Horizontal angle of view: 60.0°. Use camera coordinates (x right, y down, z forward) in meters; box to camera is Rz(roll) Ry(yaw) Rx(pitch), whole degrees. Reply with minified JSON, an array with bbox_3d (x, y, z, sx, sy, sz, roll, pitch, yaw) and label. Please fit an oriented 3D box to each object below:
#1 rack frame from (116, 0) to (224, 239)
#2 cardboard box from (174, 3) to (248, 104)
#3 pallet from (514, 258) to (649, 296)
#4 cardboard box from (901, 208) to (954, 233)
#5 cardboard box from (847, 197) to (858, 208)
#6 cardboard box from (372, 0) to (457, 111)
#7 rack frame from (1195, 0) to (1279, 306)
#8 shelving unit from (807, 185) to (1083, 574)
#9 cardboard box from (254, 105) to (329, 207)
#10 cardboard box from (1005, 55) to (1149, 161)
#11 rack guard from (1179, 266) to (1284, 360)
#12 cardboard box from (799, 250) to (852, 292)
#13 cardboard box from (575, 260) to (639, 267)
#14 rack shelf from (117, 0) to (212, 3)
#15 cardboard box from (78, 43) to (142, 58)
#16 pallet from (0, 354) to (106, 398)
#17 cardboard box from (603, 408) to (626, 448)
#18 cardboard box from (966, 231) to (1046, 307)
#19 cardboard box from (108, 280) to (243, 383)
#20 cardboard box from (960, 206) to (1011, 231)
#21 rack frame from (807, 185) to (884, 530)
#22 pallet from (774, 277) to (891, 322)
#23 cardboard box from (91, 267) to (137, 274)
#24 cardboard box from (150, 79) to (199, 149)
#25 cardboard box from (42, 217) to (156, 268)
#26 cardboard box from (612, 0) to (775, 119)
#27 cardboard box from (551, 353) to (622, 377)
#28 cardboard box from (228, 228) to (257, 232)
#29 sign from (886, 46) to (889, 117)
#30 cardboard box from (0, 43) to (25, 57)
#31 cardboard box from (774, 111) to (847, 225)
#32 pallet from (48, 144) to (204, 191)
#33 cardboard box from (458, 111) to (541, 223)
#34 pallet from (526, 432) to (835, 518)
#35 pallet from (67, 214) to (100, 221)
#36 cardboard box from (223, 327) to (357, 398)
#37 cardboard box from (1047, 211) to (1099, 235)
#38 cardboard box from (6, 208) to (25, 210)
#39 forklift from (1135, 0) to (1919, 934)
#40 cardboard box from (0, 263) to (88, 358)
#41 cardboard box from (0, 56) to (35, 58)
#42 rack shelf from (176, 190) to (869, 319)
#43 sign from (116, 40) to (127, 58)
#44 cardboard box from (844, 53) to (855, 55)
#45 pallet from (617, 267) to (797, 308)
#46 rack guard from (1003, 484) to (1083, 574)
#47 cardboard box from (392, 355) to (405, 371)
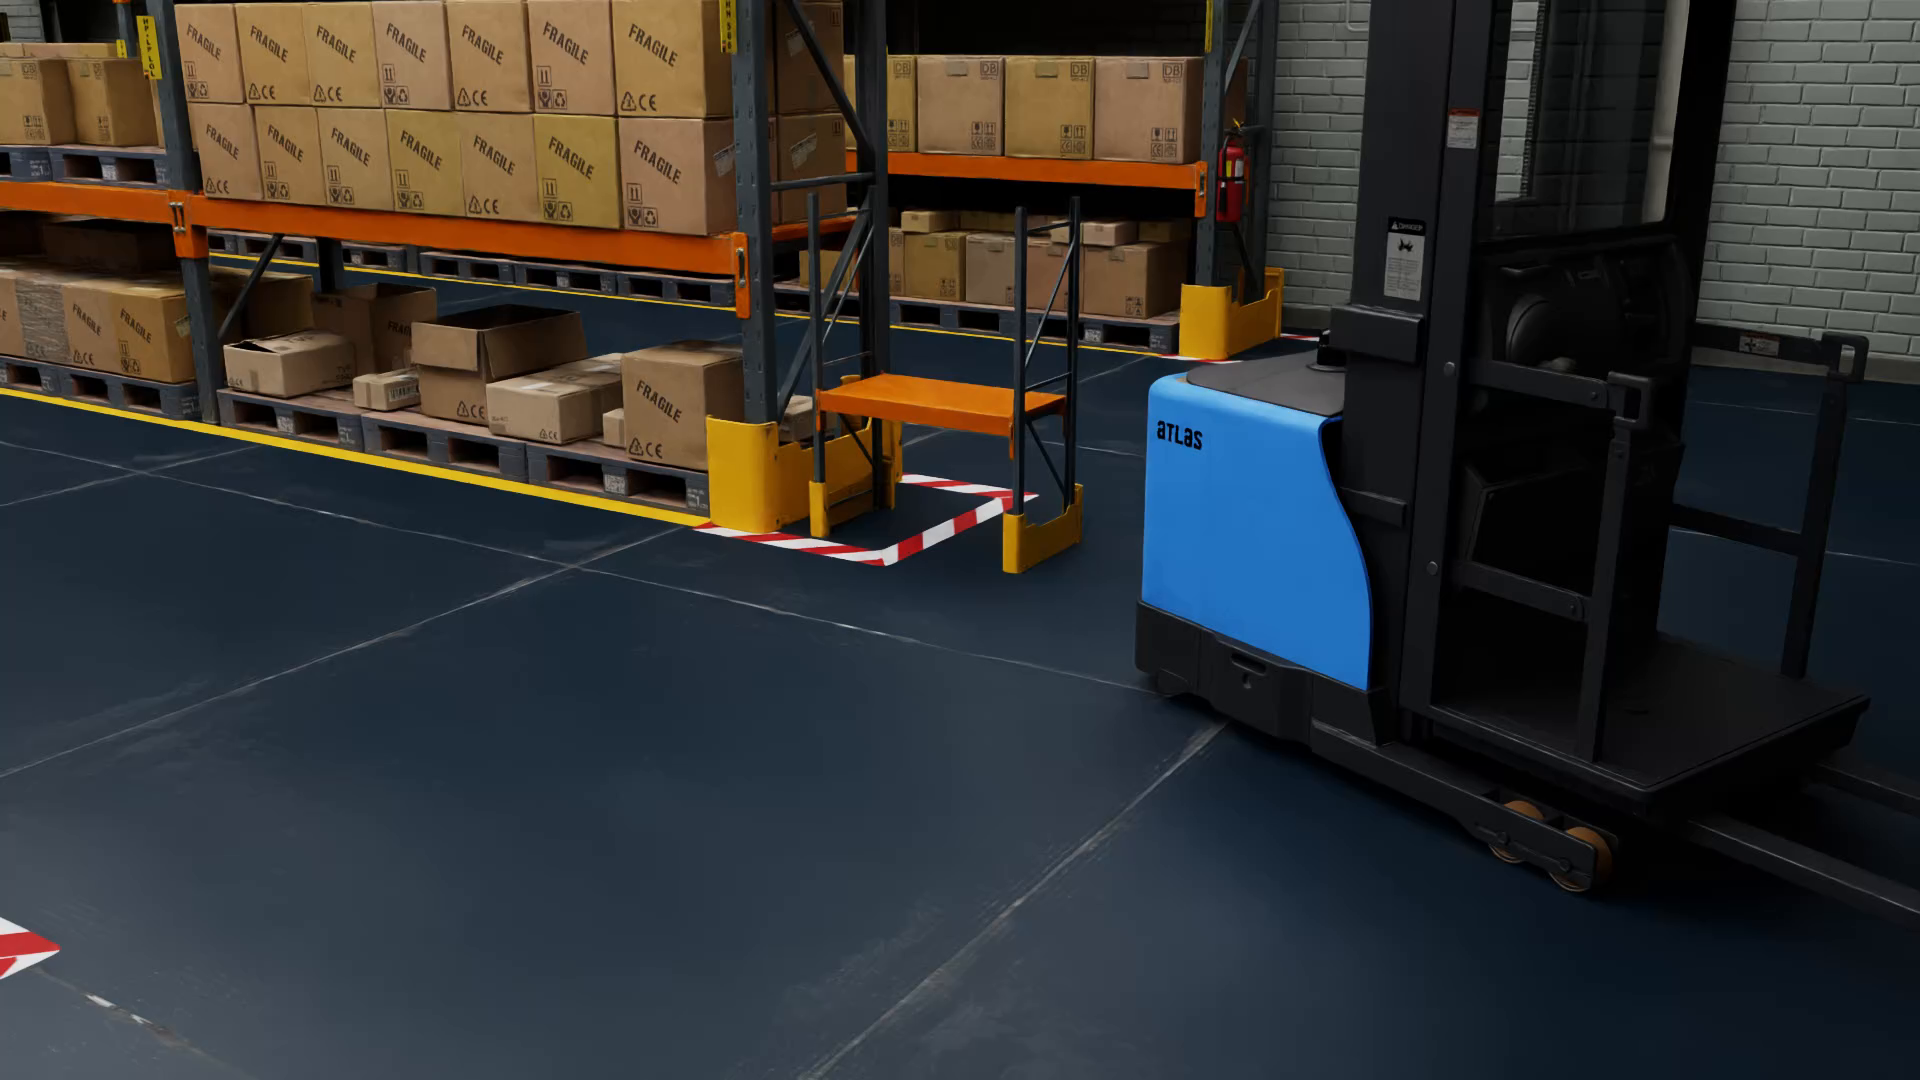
[{"bbox_3d":[-8.289,-4.668,17.589,0.127,3.000,1.000,10,20,30],"label":"rack frame"},{"bbox_3d":[-3.807,-2.609,8.917,0.500,0.500,0.500,11,20,31],"label":"cardboard box"},{"bbox_3d":[-3.213,-2.401,14.923,1.213,0.211,1.003,10,20,30],"label":"pallet"},{"bbox_3d":[-0.247,-2.451,12.751,0.250,0.149,0.380,9,19,28],"label":"cardboard box"},{"bbox_3d":[-0.908,-2.699,13.567,0.250,0.149,0.380,10,20,30],"label":"cardboard box"},{"bbox_3d":[-2.489,-2.374,8.143,0.500,0.500,0.500,11,20,32],"label":"cardboard box"},{"bbox_3d":[1.937,-2.843,11.580,0.127,3.000,1.000,10,20,30],"label":"rack frame"},{"bbox_3d":[-0.065,-0.729,7.201,1.083,1.500,0.587,10,20,30],"label":"shelving unit"},{"bbox_3d":[-3.332,-2.050,8.796,0.500,0.500,0.500,11,20,31],"label":"cardboard box"},{"bbox_3d":[0.871,-3.170,12.138,0.700,0.700,0.980,10,20,30],"label":"cardboard box"},{"bbox_3d":[1.957,-1.643,11.931,0.348,0.500,1.175,10,20,30],"label":"rack guard"},{"bbox_3d":[-0.888,-2.317,13.427,0.500,0.500,0.700,10,20,31],"label":"cardboard box"},{"bbox_3d":[-2.853,-2.825,14.496,0.750,0.750,0.750,11,20,32],"label":"cardboard box"},{"bbox_3d":[-6.585,-5.455,16.256,4.000,0.370,1.077,10,20,30],"label":"rack shelf"},{"bbox_3d":[-8.854,-4.960,17.483,0.500,0.500,0.500,10,20,30],"label":"cardboard box"},{"bbox_3d":[-5.818,-1.189,10.934,1.213,0.211,1.003,10,20,30],"label":"pallet"},{"bbox_3d":[-1.543,-0.576,8.234,0.250,0.166,0.380,10,20,30],"label":"cardboard box"},{"bbox_3d":[0.432,-2.082,12.653,0.500,0.500,0.700,9,19,28],"label":"cardboard box"},{"bbox_3d":[-4.632,-1.243,9.855,0.500,0.500,0.500,10,20,30],"label":"cardboard box"},{"bbox_3d":[0.202,-2.502,12.918,0.250,0.149,0.380,10,19,29],"label":"cardboard box"},{"bbox_3d":[-0.506,-0.808,7.461,0.032,1.500,0.500,10,20,30],"label":"rack frame"},{"bbox_3d":[-0.865,-1.982,13.543,1.213,0.211,1.003,10,20,30],"label":"pallet"},{"bbox_3d":[-5.228,-1.529,10.796,0.500,0.500,0.500,10,20,31],"label":"cardboard box"},{"bbox_3d":[-4.348,-2.600,9.886,0.500,0.500,0.700,4,17,12],"label":"cardboard box"},{"bbox_3d":[-5.626,-1.959,10.925,0.500,0.250,0.500,10,19,29],"label":"cardboard box"},{"bbox_3d":[-1.176,-2.141,7.378,0.500,0.500,0.500,10,20,30],"label":"cardboard box"},{"bbox_3d":[-1.820,-0.815,8.879,0.500,0.250,0.500,10,20,30],"label":"cardboard box"},{"bbox_3d":[-7.186,-3.509,17.315,0.500,0.500,0.700,10,19,29],"label":"cardboard box"},{"bbox_3d":[-0.369,-2.164,7.855,0.005,0.325,0.100,10,20,30],"label":"sign"},{"bbox_3d":[-10.149,-5.193,18.249,0.500,0.500,0.500,11,20,32],"label":"cardboard box"},{"bbox_3d":[-0.893,-1.796,7.961,0.500,0.500,0.500,11,20,31],"label":"cardboard box"},{"bbox_3d":[-4.685,-2.281,10.059,1.213,0.211,1.003,10,20,30],"label":"pallet"},{"bbox_3d":[-2.043,-1.819,8.038,0.500,0.500,0.500,10,20,30],"label":"cardboard box"},{"bbox_3d":[-1.397,-0.414,8.381,1.213,0.211,1.003,10,20,30],"label":"pallet"},{"bbox_3d":[-9.923,-3.613,18.911,1.213,0.211,1.003,10,20,30],"label":"pallet"},{"bbox_3d":[-3.817,-1.031,9.482,0.500,0.311,0.500,10,20,30],"label":"cardboard box"},{"bbox_3d":[0.854,-2.386,12.536,0.250,0.149,0.380,10,20,31],"label":"cardboard box"},{"bbox_3d":[-10.669,-3.986,19.213,0.500,0.311,0.500,12,21,35],"label":"cardboard box"},{"bbox_3d":[1.865,-0.641,4.449,1.130,2.935,3.031,-12,20,-34],"label":"forklift"},{"bbox_3d":[-5.910,-1.473,10.613,0.500,0.500,0.500,9,19,28],"label":"cardboard box"},{"bbox_3d":[-6.195,-2.827,10.632,0.500,0.500,0.700,15,22,40],"label":"cardboard box"},{"bbox_3d":[-2.357,-1.576,8.645,4.000,0.370,1.077,10,20,30],"label":"rack shelf"},{"bbox_3d":[-8.566,-4.947,17.017,0.005,0.325,0.100,10,20,30],"label":"sign"},{"bbox_3d":[-1.018,-3.508,13.254,0.700,0.700,0.980,10,20,31],"label":"cardboard box"},{"bbox_3d":[-2.169,-2.216,14.313,1.213,0.211,1.003,10,20,30],"label":"pallet"},{"bbox_3d":[0.359,-0.055,7.134,0.087,0.250,0.587,10,20,30],"label":"rack guard"},{"bbox_3d":[-3.076,-1.012,9.699,0.250,0.149,0.380,10,20,30],"label":"cardboard box"}]
